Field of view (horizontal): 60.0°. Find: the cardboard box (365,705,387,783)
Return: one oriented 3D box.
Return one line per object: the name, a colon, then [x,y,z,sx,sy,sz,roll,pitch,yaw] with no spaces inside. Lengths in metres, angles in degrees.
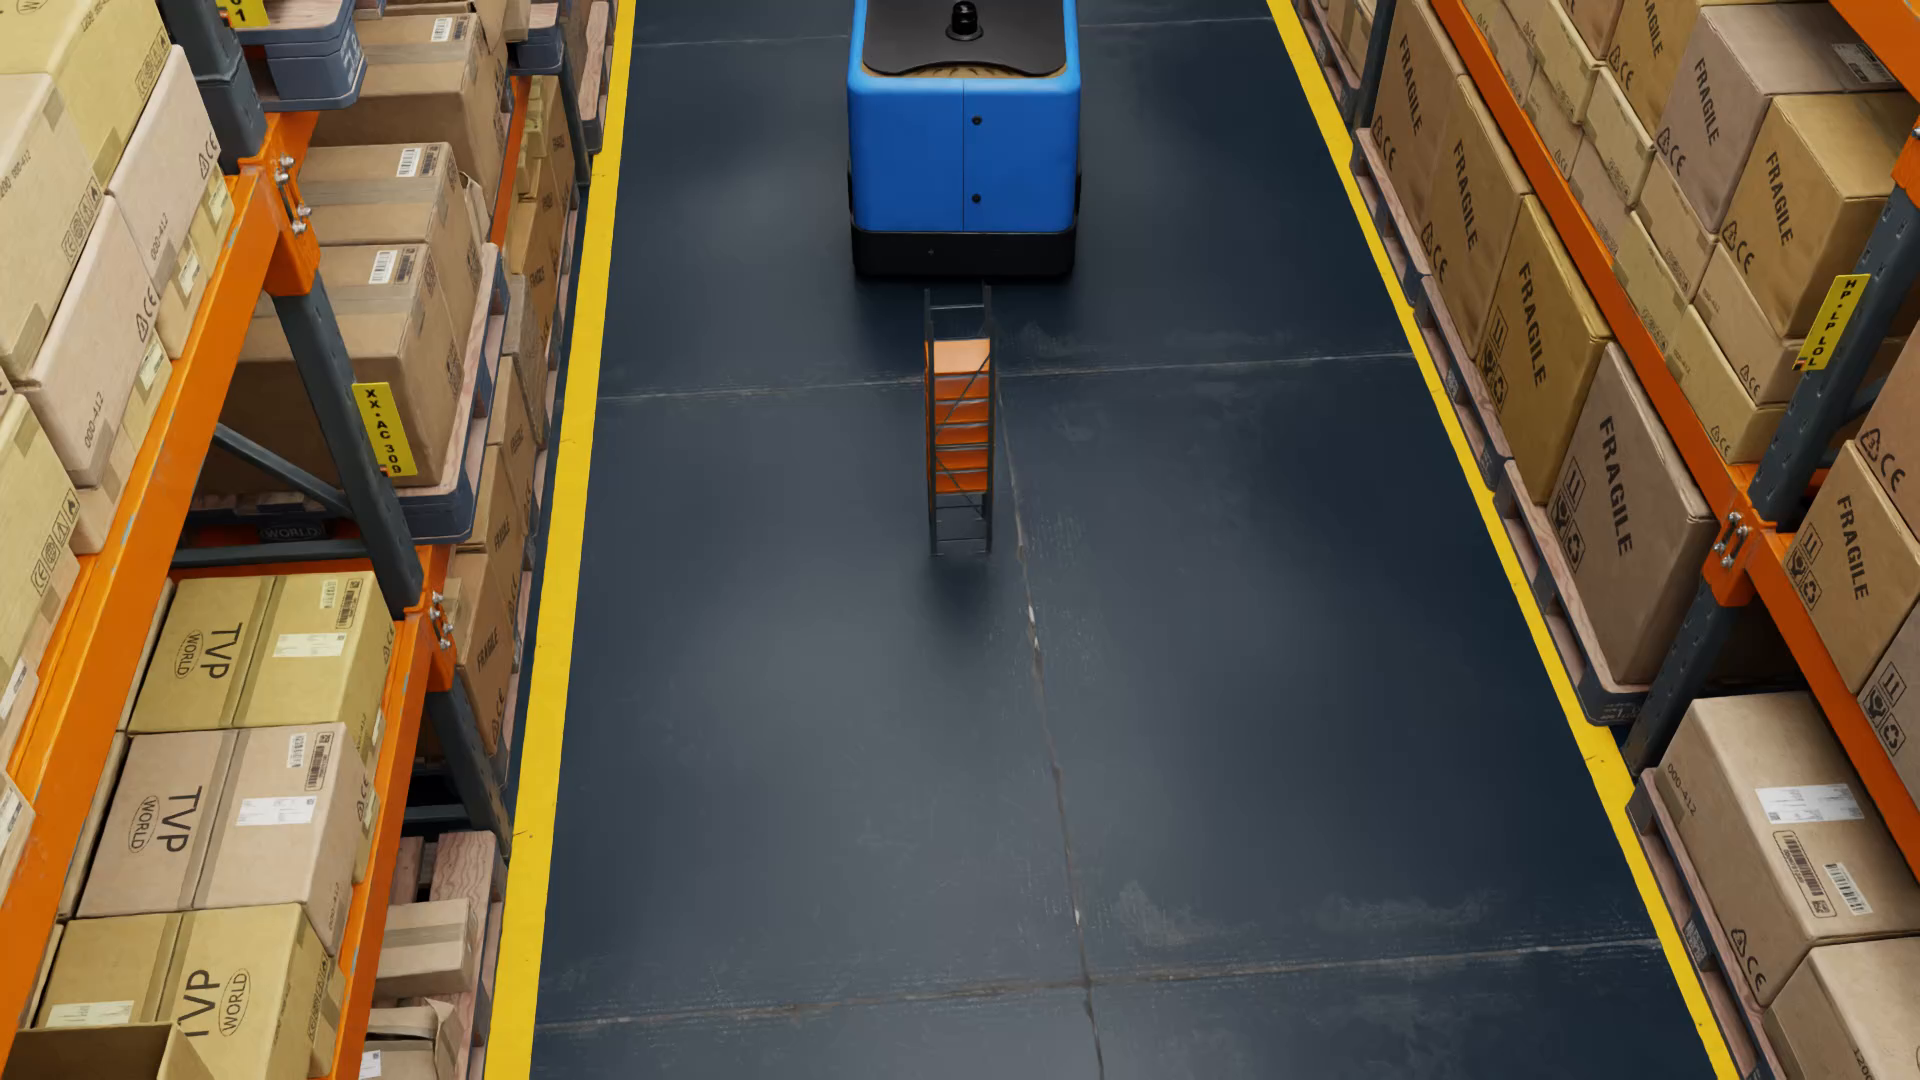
cardboard box: [-1.728,0.539,4.347,0.380,0.149,0.250,-2,47,-2]

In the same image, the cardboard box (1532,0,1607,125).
cardboard box: [2.459,-1.784,6.132,0.500,0.250,0.500,-3,47,-3]

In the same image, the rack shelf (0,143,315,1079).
rack shelf: [-1.882,0.713,2.438,1.077,0.370,4.000,-3,47,-3]

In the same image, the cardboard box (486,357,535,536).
cardboard box: [-1.958,-0.344,6.443,0.500,0.500,0.500,-5,47,-4]

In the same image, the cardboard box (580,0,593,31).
cardboard box: [-2.486,-3.096,8.963,0.875,0.625,0.625,-2,47,-2]

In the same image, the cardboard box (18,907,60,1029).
cardboard box: [-2.190,0.835,3.275,0.500,0.500,0.500,-5,47,-4]

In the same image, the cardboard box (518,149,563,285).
cardboard box: [-2.104,-1.473,7.512,0.500,0.500,0.500,-4,47,-4]

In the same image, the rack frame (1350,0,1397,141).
rack frame: [2.561,-3.148,7.666,1.000,3.000,0.127,-3,47,-3]

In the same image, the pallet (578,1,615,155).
pallet: [-2.415,-2.483,8.956,1.003,0.211,1.213,-3,47,-3]

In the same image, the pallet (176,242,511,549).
pallet: [-2.008,-0.469,5.260,1.003,0.211,1.213,-3,47,-3]

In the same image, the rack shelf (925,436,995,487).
rack shelf: [-0.001,-0.310,6.444,0.258,0.103,0.180,-3,47,-3]

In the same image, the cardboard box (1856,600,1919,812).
cardboard box: [2.713,0.431,4.207,0.500,0.500,0.500,-3,47,-3]

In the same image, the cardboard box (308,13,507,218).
cardboard box: [-1.976,-1.435,5.685,0.700,0.500,0.500,-4,47,-3]

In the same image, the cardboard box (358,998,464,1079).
cardboard box: [-1.681,1.489,4.867,0.396,0.266,0.258,-2,47,-2]

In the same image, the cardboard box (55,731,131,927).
cardboard box: [-2.228,0.737,3.885,0.500,0.250,0.500,-4,47,-4]

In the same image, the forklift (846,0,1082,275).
forklift: [0.031,-3.306,7.862,1.130,2.935,3.031,0,47,0]

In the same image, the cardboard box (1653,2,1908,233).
cardboard box: [2.558,-1.314,5.171,0.500,0.500,0.500,-3,47,-3]

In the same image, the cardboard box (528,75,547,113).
cardboard box: [-2.091,-2.010,7.573,0.380,0.149,0.250,-6,47,-5]

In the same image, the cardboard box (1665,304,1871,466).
cardboard box: [2.607,-0.512,5.272,0.500,0.250,0.500,-4,47,-4]

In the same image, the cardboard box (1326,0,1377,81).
cardboard box: [2.524,-2.798,8.855,0.950,0.372,0.625,-6,47,-6]

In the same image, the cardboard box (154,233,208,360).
cardboard box: [-1.708,-0.475,3.241,0.380,0.149,0.250,-4,47,-3]

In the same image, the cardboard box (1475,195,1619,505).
cardboard box: [2.681,-0.765,6.583,0.875,0.875,0.875,-2,47,-2]

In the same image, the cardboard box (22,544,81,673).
cardboard box: [-1.685,0.093,2.703,0.380,0.149,0.250,-2,47,-2]

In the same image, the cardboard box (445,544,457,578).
cardboard box: [-1.915,0.071,5.603,0.380,0.149,0.250,-5,47,-4]

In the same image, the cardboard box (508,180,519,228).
cardboard box: [-2.082,-1.427,7.021,0.380,0.149,0.250,-2,47,-2]

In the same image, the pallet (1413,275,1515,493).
pallet: [2.651,-0.734,7.300,1.003,0.211,1.213,-3,47,-3]

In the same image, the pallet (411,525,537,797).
pallet: [-2.156,0.423,6.204,1.003,0.211,1.213,-3,47,-3]

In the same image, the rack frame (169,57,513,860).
rack frame: [-2.050,0.050,4.637,1.000,3.000,0.127,-3,47,-3]

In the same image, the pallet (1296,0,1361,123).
pallet: [2.497,-2.755,9.214,1.003,0.211,1.213,-3,47,-3]

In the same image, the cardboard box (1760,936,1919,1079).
cardboard box: [2.917,1.591,4.653,0.875,0.438,0.875,-5,47,-4]

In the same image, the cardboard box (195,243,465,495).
cardboard box: [-1.867,-0.492,4.792,0.700,0.500,0.500,-2,47,-2]

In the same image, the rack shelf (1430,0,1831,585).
rack shelf: [2.729,-1.454,6.556,1.077,0.370,4.000,-3,47,-3]

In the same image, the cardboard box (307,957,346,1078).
cardboard box: [-1.638,1.100,3.815,0.380,0.149,0.250,-4,47,-4]

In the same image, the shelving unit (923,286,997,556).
shelving unit: [-0.001,-0.423,6.324,0.258,1.200,0.189,-3,47,-3]

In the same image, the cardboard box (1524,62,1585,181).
cardboard box: [2.495,-1.620,6.322,0.500,0.250,0.500,-3,47,-3]

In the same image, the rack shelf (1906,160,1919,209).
rack shelf: [3.064,0.409,2.726,1.077,0.370,4.000,-3,47,-3]

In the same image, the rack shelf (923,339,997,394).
rack shelf: [-0.001,-0.640,6.095,0.258,0.103,0.180,-3,47,-3]

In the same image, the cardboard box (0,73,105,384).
cardboard box: [-1.716,-0.487,2.633,0.500,0.250,0.500,-4,47,-4]

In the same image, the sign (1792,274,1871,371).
sign: [2.356,-0.585,4.495,0.100,0.325,0.005,-3,47,-3]

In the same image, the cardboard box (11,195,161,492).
cardboard box: [-1.706,-0.323,2.822,0.500,0.250,0.500,-5,47,-5]

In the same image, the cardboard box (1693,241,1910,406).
cardboard box: [2.617,-0.679,5.086,0.500,0.250,0.500,-4,47,-3]

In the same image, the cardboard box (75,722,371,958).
cardboard box: [-1.707,0.715,3.906,0.500,0.250,0.500,-3,47,-3]
